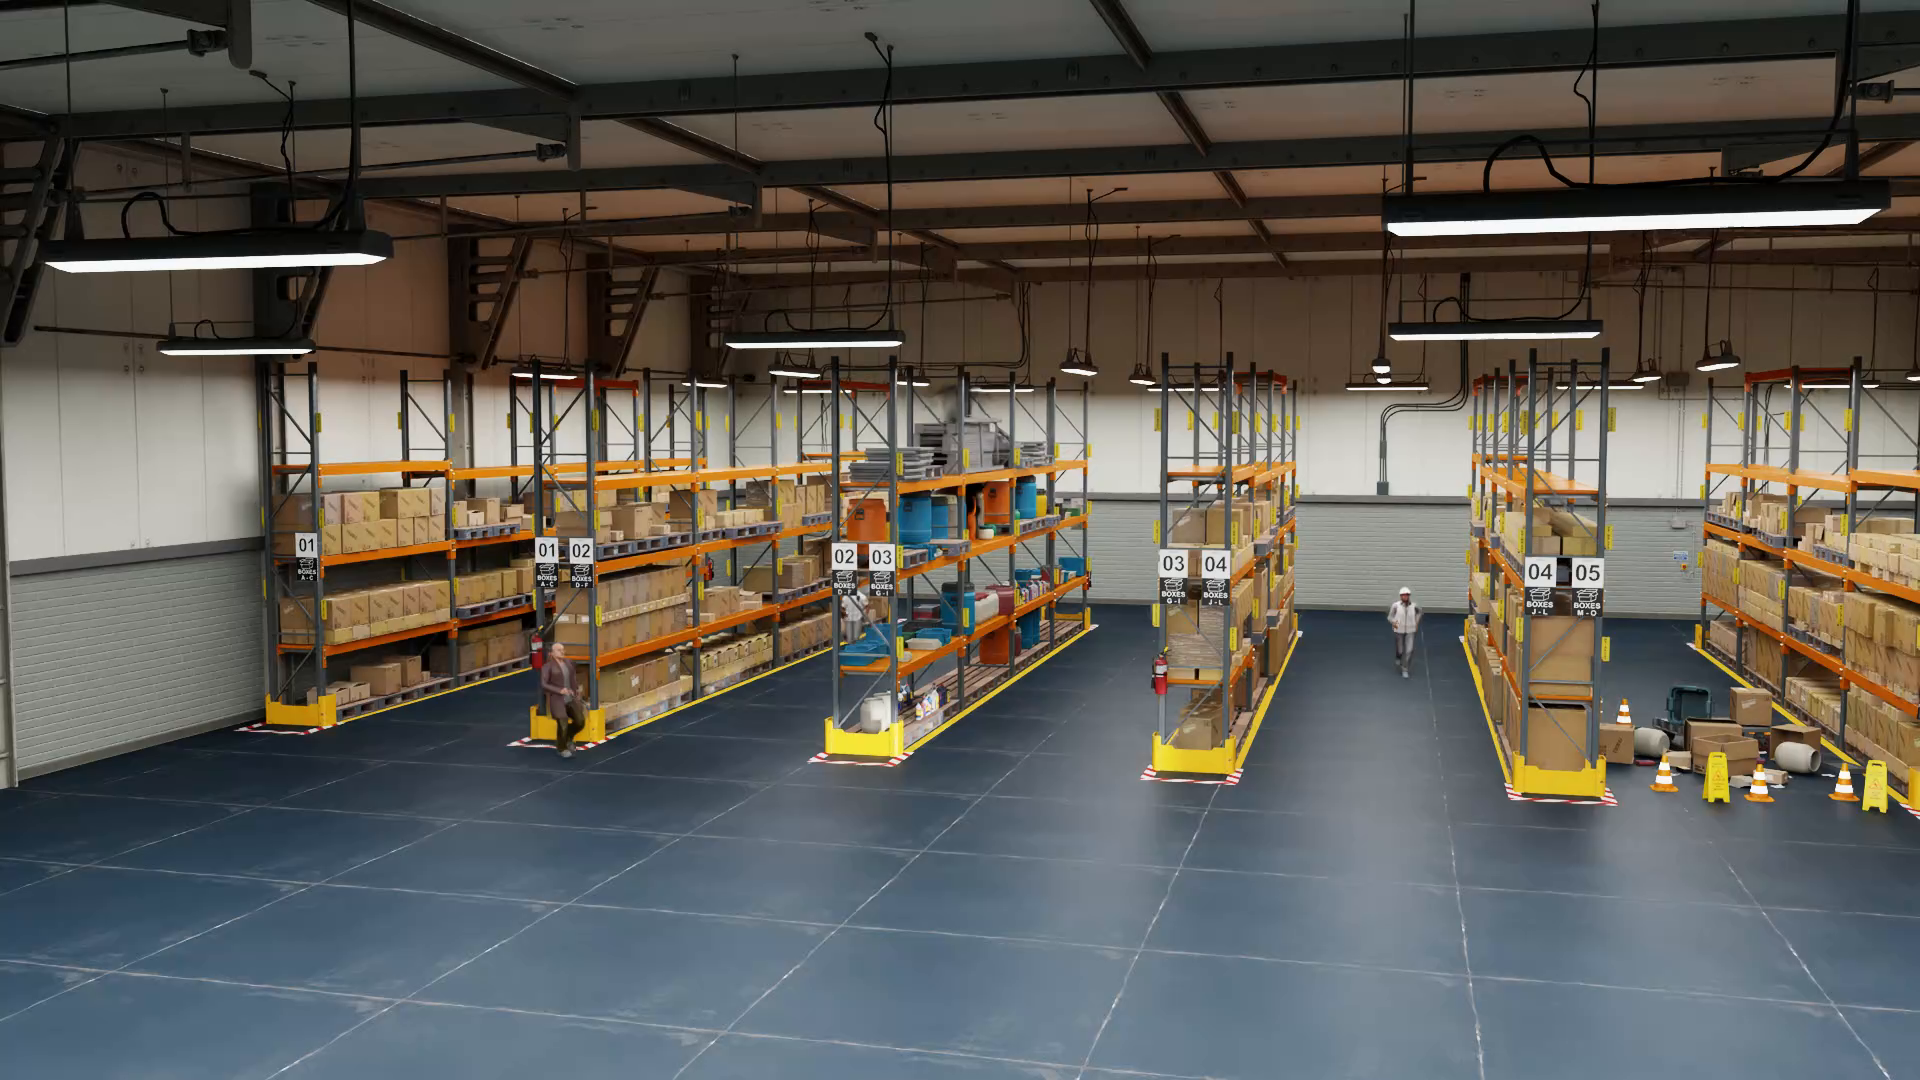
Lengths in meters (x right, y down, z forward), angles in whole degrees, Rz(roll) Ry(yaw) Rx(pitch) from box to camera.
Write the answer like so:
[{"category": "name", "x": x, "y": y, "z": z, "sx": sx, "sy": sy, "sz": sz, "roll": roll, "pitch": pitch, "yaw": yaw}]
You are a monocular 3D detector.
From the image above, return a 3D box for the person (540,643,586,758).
[{"category": "person", "x": -5.908, "y": 2.396, "z": 24.793, "sx": 0.698, "sy": 1.729, "sz": 0.608, "roll": -4, "pitch": 6, "yaw": -45}]

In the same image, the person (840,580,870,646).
[{"category": "person", "x": -2.090, "y": 1.596, "z": 32.780, "sx": 0.569, "sy": 1.656, "sz": 0.554, "roll": 1, "pitch": 4, "yaw": 9}]

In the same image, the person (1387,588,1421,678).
[{"category": "person", "x": 8.836, "y": 1.826, "z": 33.059, "sx": 0.671, "sy": 1.772, "sz": 0.798, "roll": 0, "pitch": 4, "yaw": 7}]
